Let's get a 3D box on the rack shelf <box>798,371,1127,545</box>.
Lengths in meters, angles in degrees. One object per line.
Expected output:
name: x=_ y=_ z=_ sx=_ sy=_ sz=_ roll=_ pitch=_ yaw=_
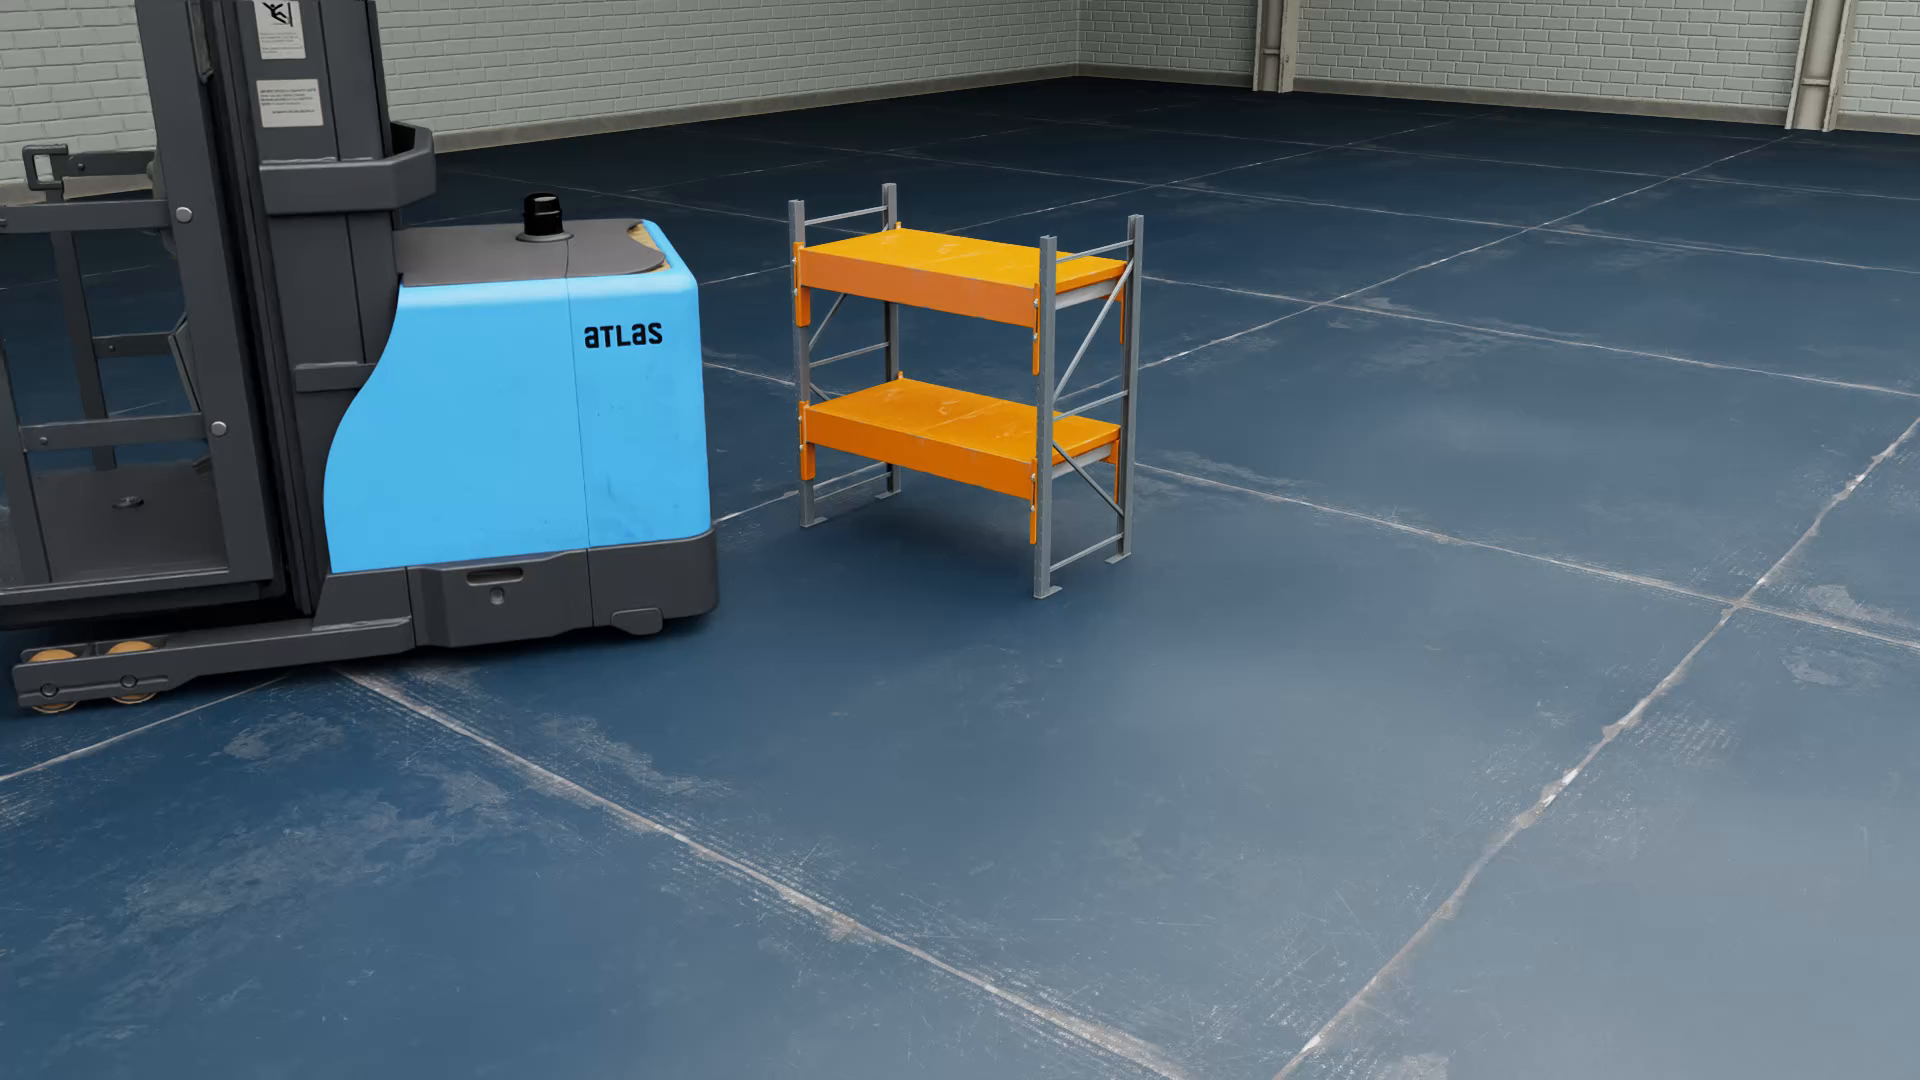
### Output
rack shelf: x=0.005 y=-0.296 z=5.552 sx=1.000 sy=0.278 sz=0.538 roll=16 pitch=26 yaw=36

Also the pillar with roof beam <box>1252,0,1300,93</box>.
pillar with roof beam: x=1.047 y=-8.446 z=15.311 sx=0.400 sy=9.000 sz=9.100 roll=16 pitch=26 yaw=36

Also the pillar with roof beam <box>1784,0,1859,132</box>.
pillar with roof beam: x=5.695 y=-7.107 z=11.761 sx=0.400 sy=9.000 sz=9.100 roll=16 pitch=26 yaw=36

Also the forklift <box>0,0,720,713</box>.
forklift: x=-2.295 y=-1.117 z=4.475 sx=3.031 sy=2.935 sz=1.130 roll=-6 pitch=21 yaw=-15

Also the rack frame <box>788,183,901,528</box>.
rack frame: x=-0.389 y=-0.638 z=5.766 sx=0.032 sy=1.125 sz=0.500 roll=16 pitch=26 yaw=36

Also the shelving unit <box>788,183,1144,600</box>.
shelving unit: x=0.005 y=-0.525 z=5.466 sx=1.048 sy=1.125 sz=0.538 roll=16 pitch=26 yaw=36

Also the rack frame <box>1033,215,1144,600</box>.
rack frame: x=0.399 y=-0.411 z=5.165 sx=0.032 sy=1.125 sz=0.500 roll=16 pitch=26 yaw=36

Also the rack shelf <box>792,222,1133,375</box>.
rack shelf: x=0.005 y=-0.799 z=5.362 sx=1.000 sy=0.278 sz=0.538 roll=16 pitch=26 yaw=36
